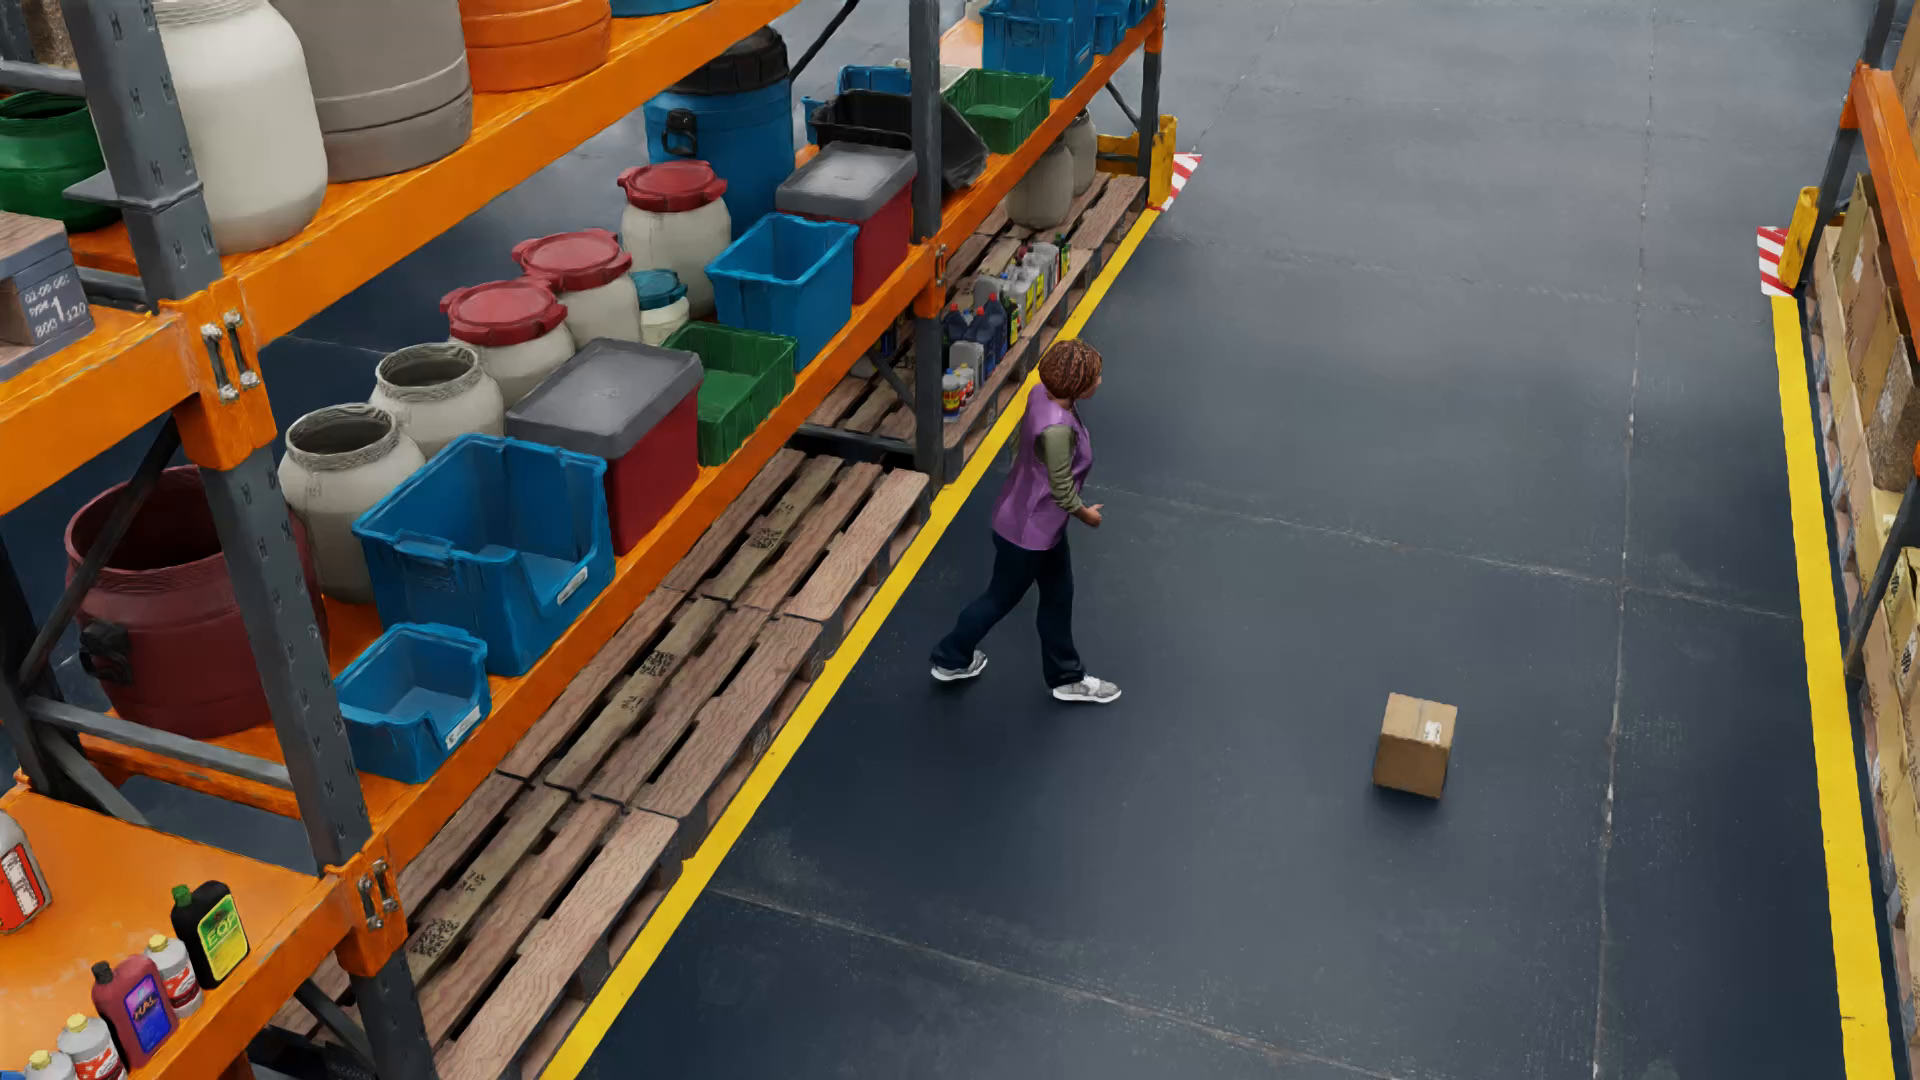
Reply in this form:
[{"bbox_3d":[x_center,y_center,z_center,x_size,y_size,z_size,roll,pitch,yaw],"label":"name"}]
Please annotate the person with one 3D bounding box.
[{"bbox_3d":[0.268,-0.071,6.267,0.764,1.562,0.415,4,34,7],"label":"person"}]
